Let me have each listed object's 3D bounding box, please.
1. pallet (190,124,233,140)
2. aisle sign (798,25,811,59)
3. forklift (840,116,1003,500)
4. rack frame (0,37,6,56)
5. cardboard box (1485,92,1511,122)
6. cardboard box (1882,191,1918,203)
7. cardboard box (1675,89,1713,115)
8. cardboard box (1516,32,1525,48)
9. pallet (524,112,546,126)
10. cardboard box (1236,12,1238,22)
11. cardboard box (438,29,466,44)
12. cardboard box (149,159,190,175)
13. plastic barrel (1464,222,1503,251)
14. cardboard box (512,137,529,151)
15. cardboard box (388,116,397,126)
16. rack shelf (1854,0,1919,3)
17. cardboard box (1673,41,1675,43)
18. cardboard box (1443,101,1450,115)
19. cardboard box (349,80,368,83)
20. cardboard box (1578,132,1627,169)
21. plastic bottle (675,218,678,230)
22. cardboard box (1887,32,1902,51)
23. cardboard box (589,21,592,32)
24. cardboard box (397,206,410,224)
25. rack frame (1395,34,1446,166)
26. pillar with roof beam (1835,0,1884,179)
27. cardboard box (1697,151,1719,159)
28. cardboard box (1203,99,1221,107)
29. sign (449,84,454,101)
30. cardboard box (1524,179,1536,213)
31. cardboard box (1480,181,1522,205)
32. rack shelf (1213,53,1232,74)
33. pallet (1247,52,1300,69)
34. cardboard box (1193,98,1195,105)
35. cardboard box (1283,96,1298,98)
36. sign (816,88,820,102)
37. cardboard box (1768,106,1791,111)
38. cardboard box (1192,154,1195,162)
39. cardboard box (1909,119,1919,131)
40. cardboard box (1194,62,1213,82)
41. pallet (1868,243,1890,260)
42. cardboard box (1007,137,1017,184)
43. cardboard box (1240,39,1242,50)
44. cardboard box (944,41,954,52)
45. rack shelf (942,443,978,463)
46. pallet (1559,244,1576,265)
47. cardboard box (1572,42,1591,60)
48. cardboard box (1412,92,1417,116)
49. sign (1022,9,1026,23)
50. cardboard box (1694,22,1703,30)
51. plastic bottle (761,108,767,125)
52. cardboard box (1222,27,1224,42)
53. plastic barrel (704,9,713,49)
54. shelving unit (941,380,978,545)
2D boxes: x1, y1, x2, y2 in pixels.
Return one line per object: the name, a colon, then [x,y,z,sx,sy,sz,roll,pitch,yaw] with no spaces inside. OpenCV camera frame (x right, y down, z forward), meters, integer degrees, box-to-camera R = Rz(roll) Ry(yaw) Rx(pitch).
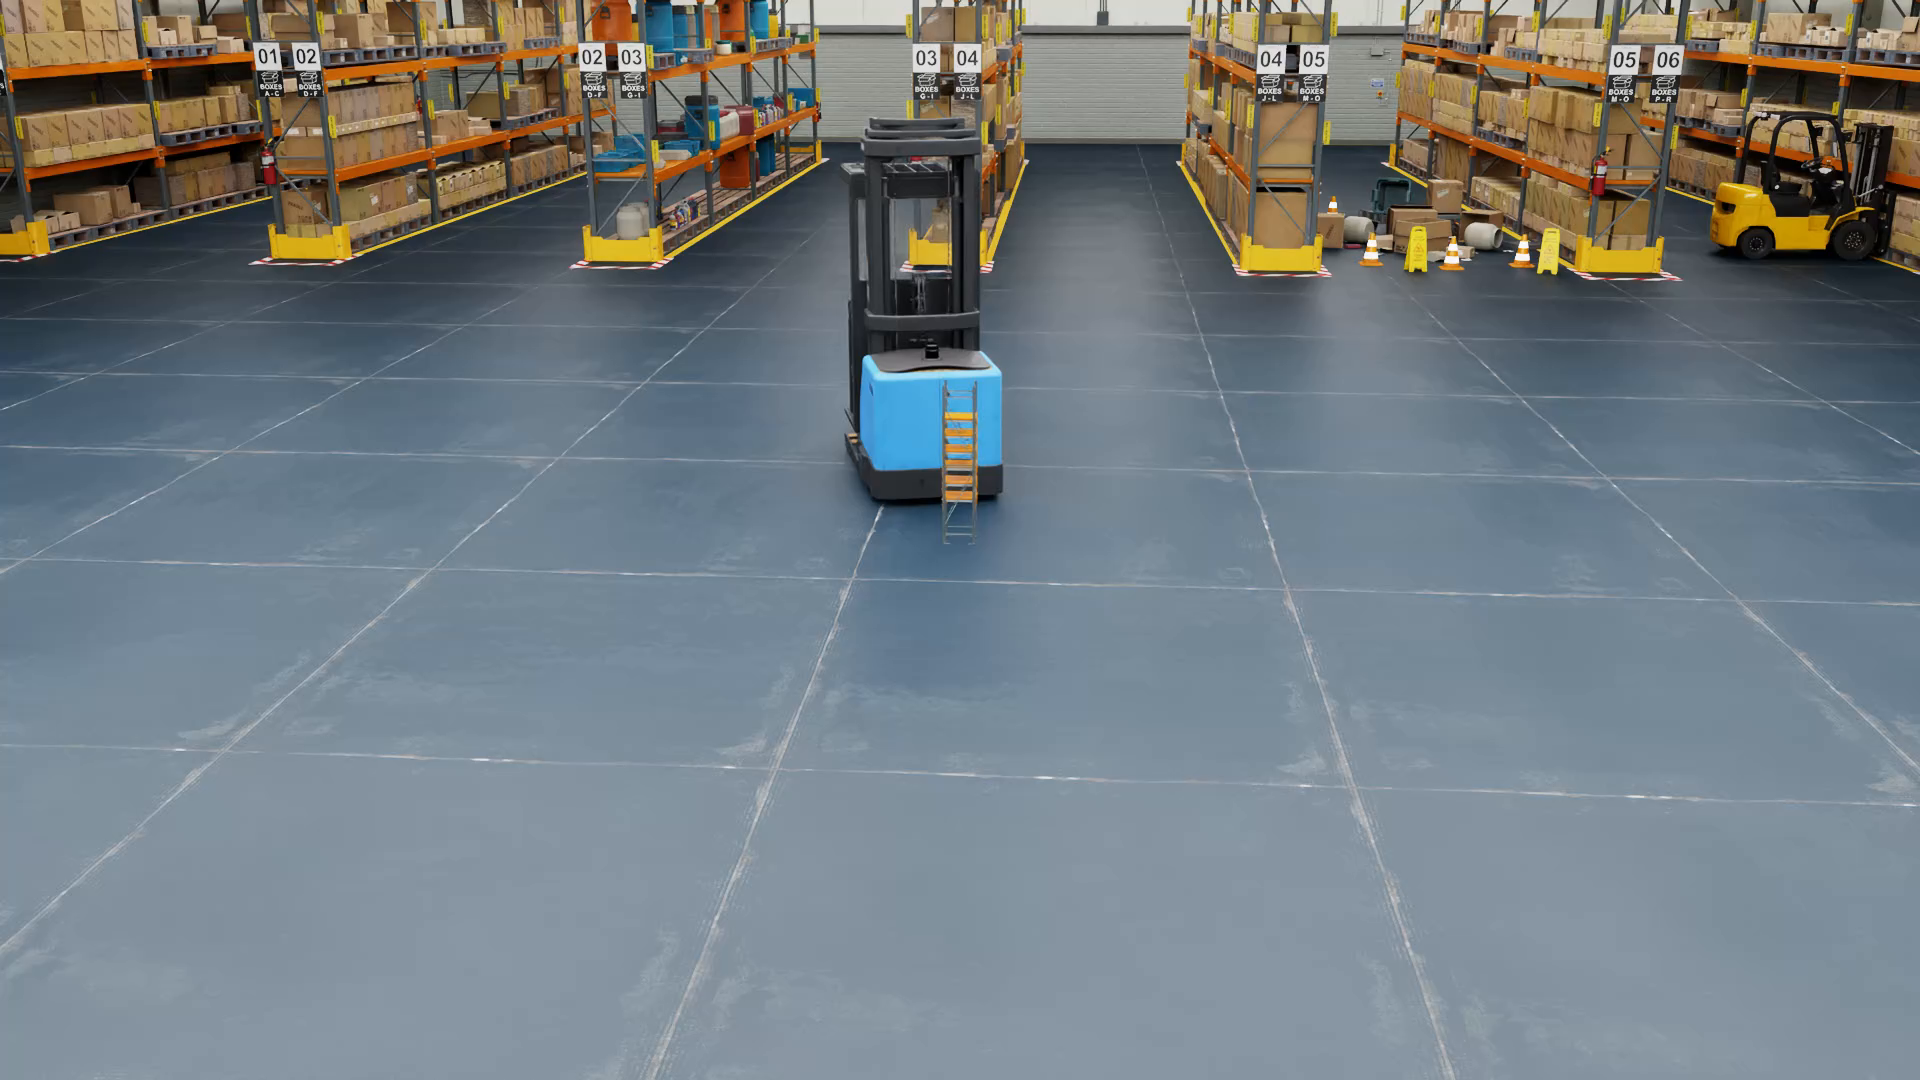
pallet: [-14.533,-7.714,31.456,1.003,0.211,1.213,1,18,4]
aisle sign: [-3.680,-11.935,39.856,0.394,0.787,0.004,1,18,4]
forklift: [-0.417,-2.128,14.210,1.130,2.935,3.031,-3,18,-10]
rack frame: [-15.006,-8.787,24.788,1.000,3.000,0.127,1,18,4]
cardboard box: [9.981,-7.960,30.585,0.500,0.500,0.500,2,18,7]
cardboard box: [14.475,-5.264,25.808,0.500,0.250,0.500,1,18,3]
cardboard box: [15.254,-9.102,34.550,0.700,0.500,0.500,2,18,5]
cardboard box: [9.964,-8.679,28.843,0.500,0.250,0.500,2,18,5]
pallet: [-9.356,-8.824,34.844,1.003,0.211,1.213,1,18,4]
cardboard box: [4.661,-8.452,26.870,0.380,0.149,0.250,1,18,3]
cardboard box: [-9.539,-9.382,30.988,0.500,0.250,0.500,1,18,3]
cardboard box: [-14.654,-6.922,30.834,0.500,0.250,0.500,1,18,3]
plastic barrel: [8.339,-4.834,26.497,0.512,0.421,0.421,17,25,41]
cardboard box: [-9.553,-8.476,35.576,0.500,0.250,0.500,1,18,4]
cardboard box: [-9.658,-7.020,27.826,0.380,0.149,0.250,1,18,4]
rack shelf: [14.795,-8.214,24.836,1.077,0.370,4.000,1,18,4]
cardboard box: [15.243,-10.425,35.007,0.380,0.149,0.250,1,18,4]
cardboard box: [10.176,-8.827,33.984,0.500,0.250,0.500,2,18,5]
cardboard box: [-14.032,-10.200,38.254,0.980,0.700,0.700,1,18,3]
cardboard box: [9.465,-5.747,24.506,0.500,0.500,0.500,1,18,3]
plastic bottle: [-4.676,-5.183,27.210,0.097,0.201,0.097,0,18,0]
cardboard box: [14.529,-7.670,25.578,0.396,0.266,0.258,1,18,3]
cardboard box: [-8.775,-11.912,38.580,0.500,0.250,0.500,1,18,4]
cardboard box: [-9.660,-5.502,28.140,0.500,0.250,0.500,1,18,4]
rack frame: [10.848,-10.352,39.200,1.000,3.000,0.127,1,18,4]
pillar with roof beam: [11.737,-10.280,29.345,9.100,9.000,0.400,1,18,4]
cardboard box: [15.190,-7.808,33.733,0.380,0.149,0.250,2,18,6]
cardboard box: [4.908,-8.472,32.236,0.380,0.149,0.250,1,18,2]
sign: [-10.033,-8.833,32.831,0.100,0.325,0.005,1,18,4]
cardboard box: [9.676,-5.698,27.531,0.500,0.500,0.500,2,18,7]
cardboard box: [10.179,-6.414,30.726,0.950,0.372,0.625,1,18,3]
rack shelf: [5.186,-8.409,29.608,1.077,0.370,4.000,1,18,4]
pallet: [4.799,-7.076,24.527,1.003,0.211,1.213,1,18,4]
cardboard box: [5.113,-9.218,34.990,0.380,0.149,0.250,1,18,3]
cardboard box: [4.945,-6.505,25.483,0.875,0.550,0.550,1,18,4]
sign: [-3.427,-10.755,40.165,0.100,0.325,0.005,1,18,4]
cardboard box: [14.892,-7.777,30.137,0.380,0.149,0.250,1,18,5]
cardboard box: [5.331,-8.448,36.815,0.380,0.149,0.250,1,18,2]
cardboard box: [14.446,-6.205,24.862,0.380,0.149,0.250,2,18,5]
cardboard box: [5.463,-10.325,36.871,0.500,0.500,0.500,2,18,5]
pallet: [14.755,-4.565,26.015,1.003,0.211,1.213,1,18,4]
cardboard box: [0.532,-7.769,34.055,1.225,0.875,0.875,1,18,4]
cardboard box: [4.588,-7.757,26.029,0.380,0.149,0.250,1,18,4]
cardboard box: [-0.293,-7.559,25.459,0.380,0.149,0.250,2,18,5]
rack shelf: [-0.001,-0.637,12.199,0.258,0.103,0.180,1,18,4]
pallet: [9.800,-4.333,25.308,1.003,0.211,1.213,1,18,4]
cardboard box: [9.538,-7.361,25.017,0.500,0.250,0.500,2,18,5]
cardboard box: [10.445,-9.786,37.311,0.500,0.500,0.500,2,18,6]
sign: [1.503,-12.366,39.232,0.100,0.325,0.005,1,18,4]
cardboard box: [15.053,-10.369,33.525,0.380,0.149,0.250,1,18,3]
plastic bottle: [-4.082,-8.784,34.491,0.144,0.351,0.185,1,18,4]
cardboard box: [5.022,-9.173,30.188,0.500,0.250,0.500,2,18,5]
plastic barrel: [-4.873,-9.376,30.712,0.600,0.830,0.708,1,18,4]
shelving unit: [-0.001,-0.566,12.222,0.258,1.200,0.189,1,18,4]
